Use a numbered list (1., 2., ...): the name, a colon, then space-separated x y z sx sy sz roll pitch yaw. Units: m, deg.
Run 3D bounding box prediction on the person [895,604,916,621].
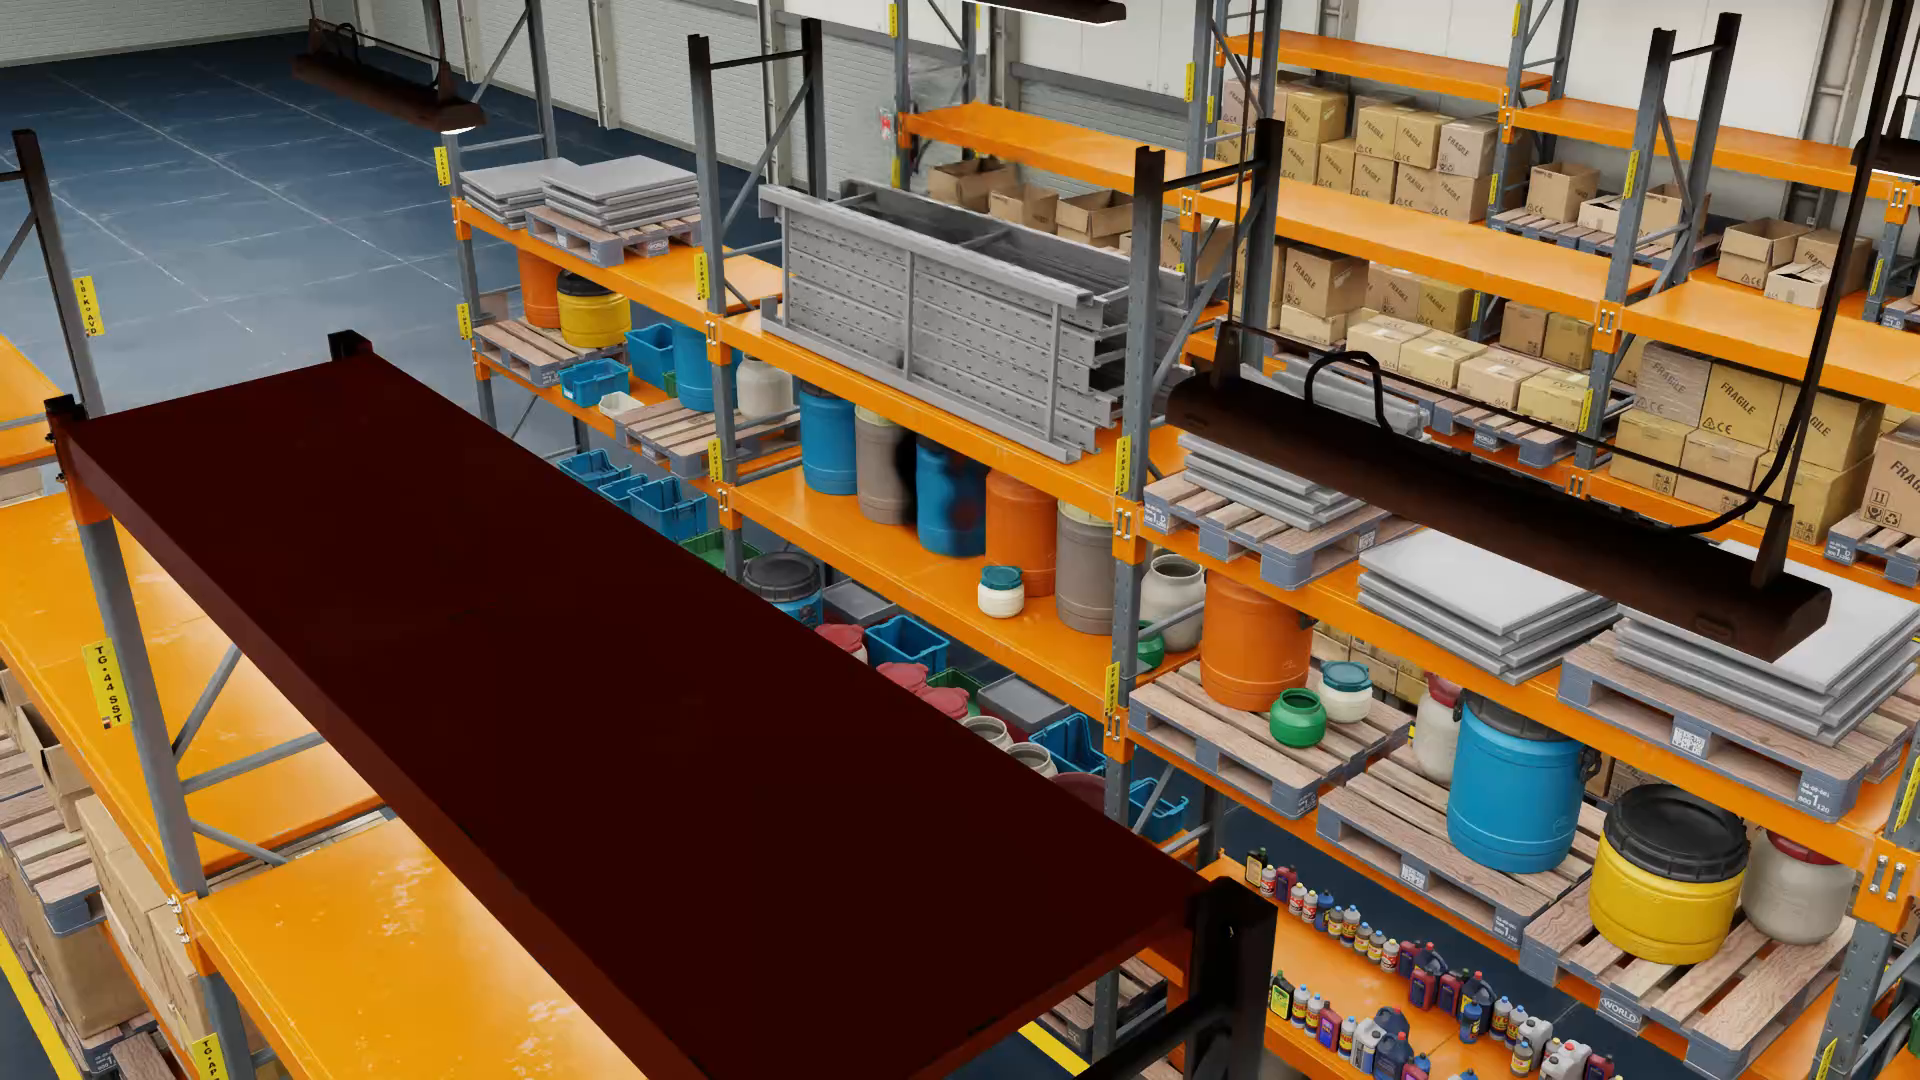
1. person: -0.621 0.193 15.378 0.620 1.620 0.552 12 29 22
